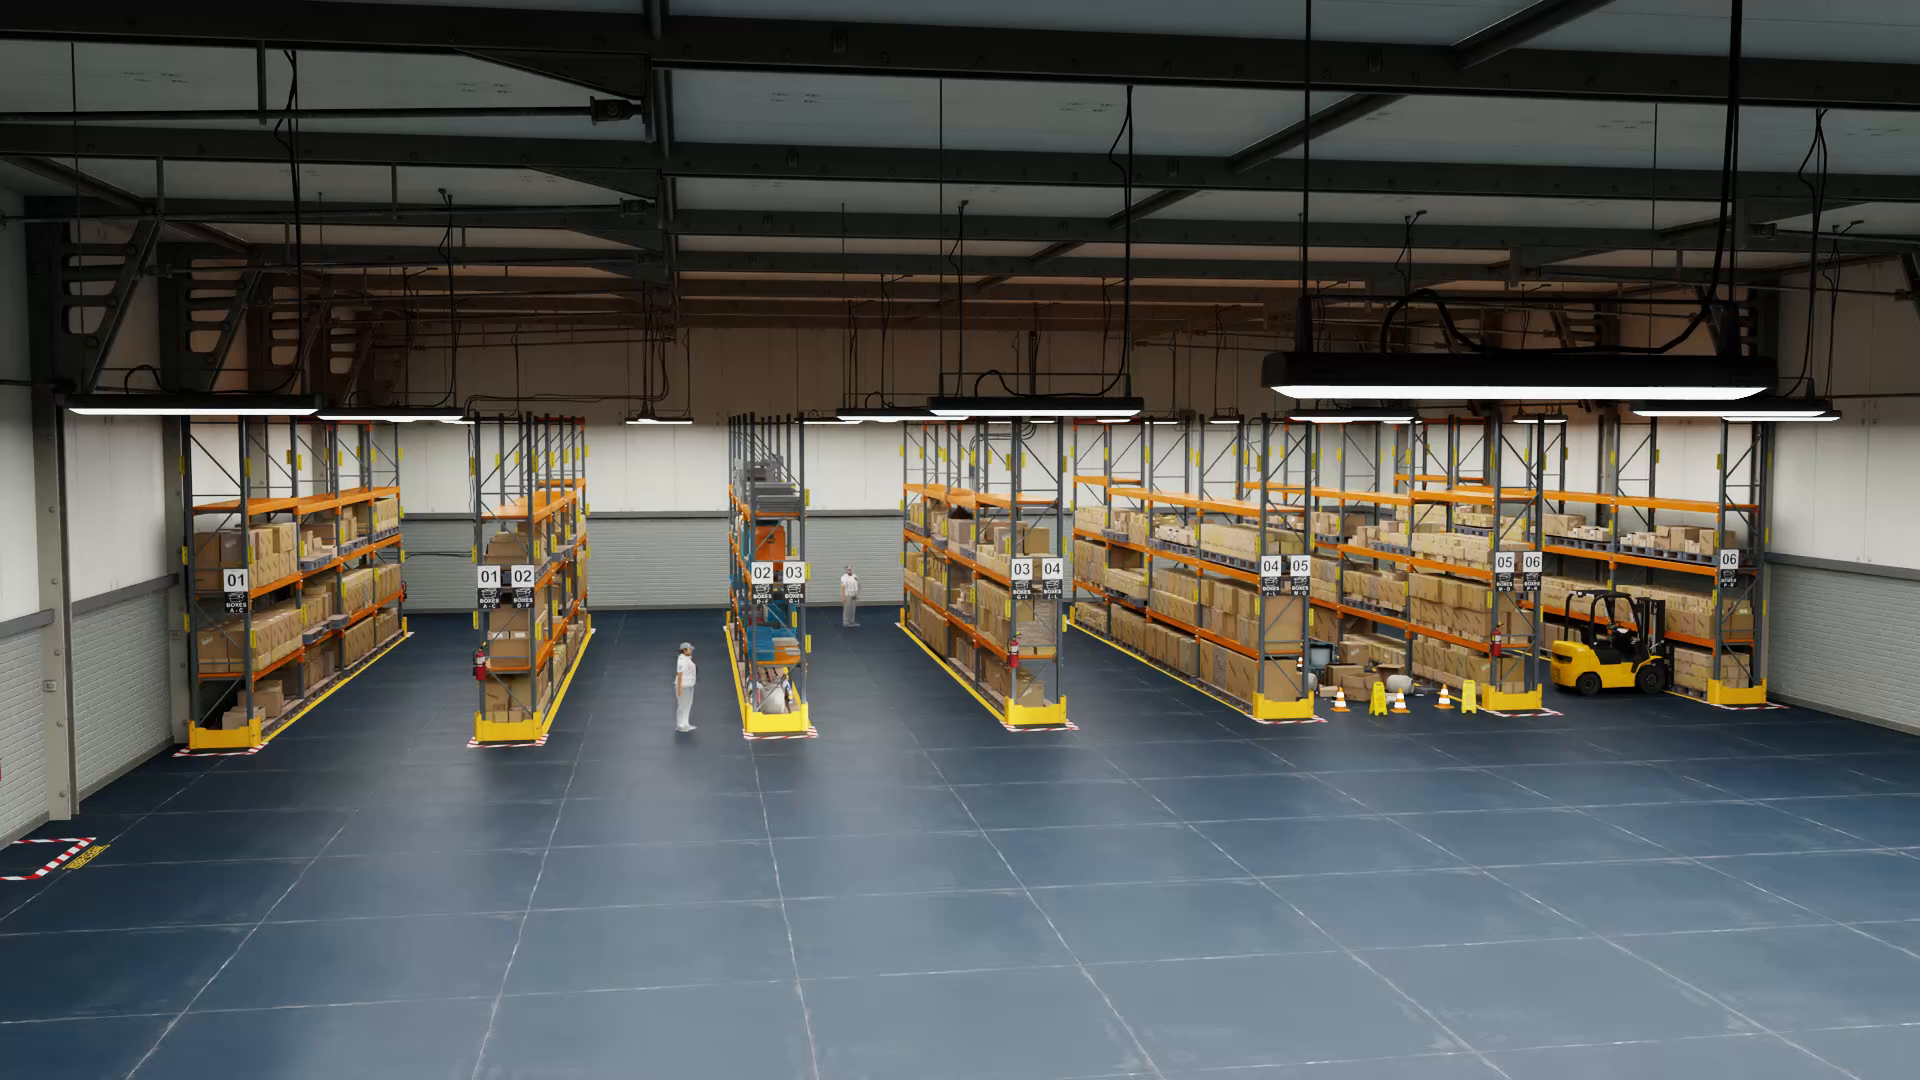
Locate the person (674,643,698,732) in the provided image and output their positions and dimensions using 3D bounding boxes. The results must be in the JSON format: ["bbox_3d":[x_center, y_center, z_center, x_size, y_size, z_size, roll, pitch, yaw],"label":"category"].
[{"bbox_3d":[-5.176,2.764,31.359,0.392,1.671,0.568,0,4,6],"label":"person"}]

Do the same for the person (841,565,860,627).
[{"bbox_3d":[-3.133,1.596,47.659,0.430,1.775,0.593,3,5,34],"label":"person"}]
